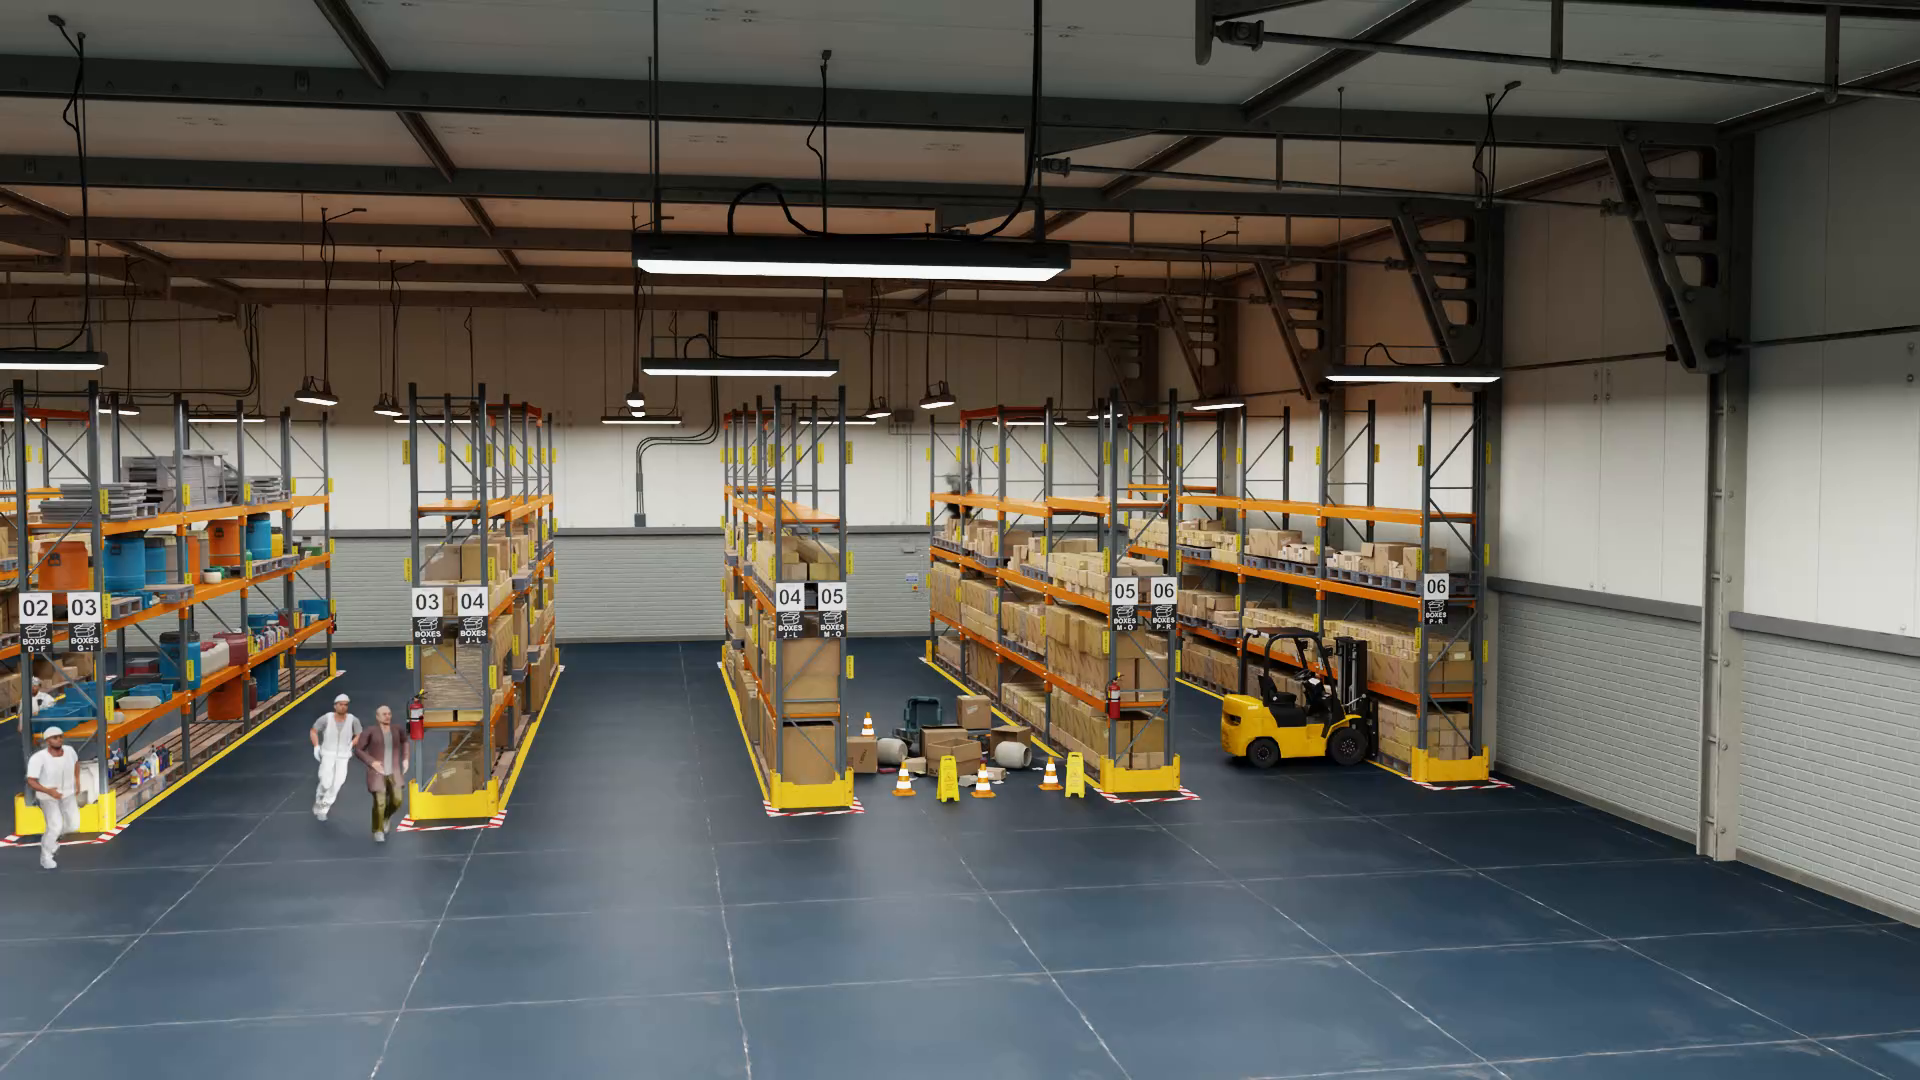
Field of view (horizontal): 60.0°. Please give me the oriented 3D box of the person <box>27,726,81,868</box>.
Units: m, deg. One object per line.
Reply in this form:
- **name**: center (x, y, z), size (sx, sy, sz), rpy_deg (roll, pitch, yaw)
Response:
- **person**: center (-10.982, 3.120, 20.252), size (0.647, 1.721, 0.731), rpy_deg (2, 3, 31)

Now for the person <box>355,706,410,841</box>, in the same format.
- **person**: center (-7.504, 3.037, 21.726), size (0.761, 1.747, 0.627), rpy_deg (-3, 4, -41)

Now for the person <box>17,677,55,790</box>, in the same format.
- **person**: center (-13.932, 2.885, 25.116), size (0.608, 1.649, 0.901), rpy_deg (-1, 3, -11)

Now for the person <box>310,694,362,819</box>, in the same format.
- **person**: center (-8.555, 2.982, 22.876), size (0.657, 1.724, 0.554), rpy_deg (-2, 3, -30)
